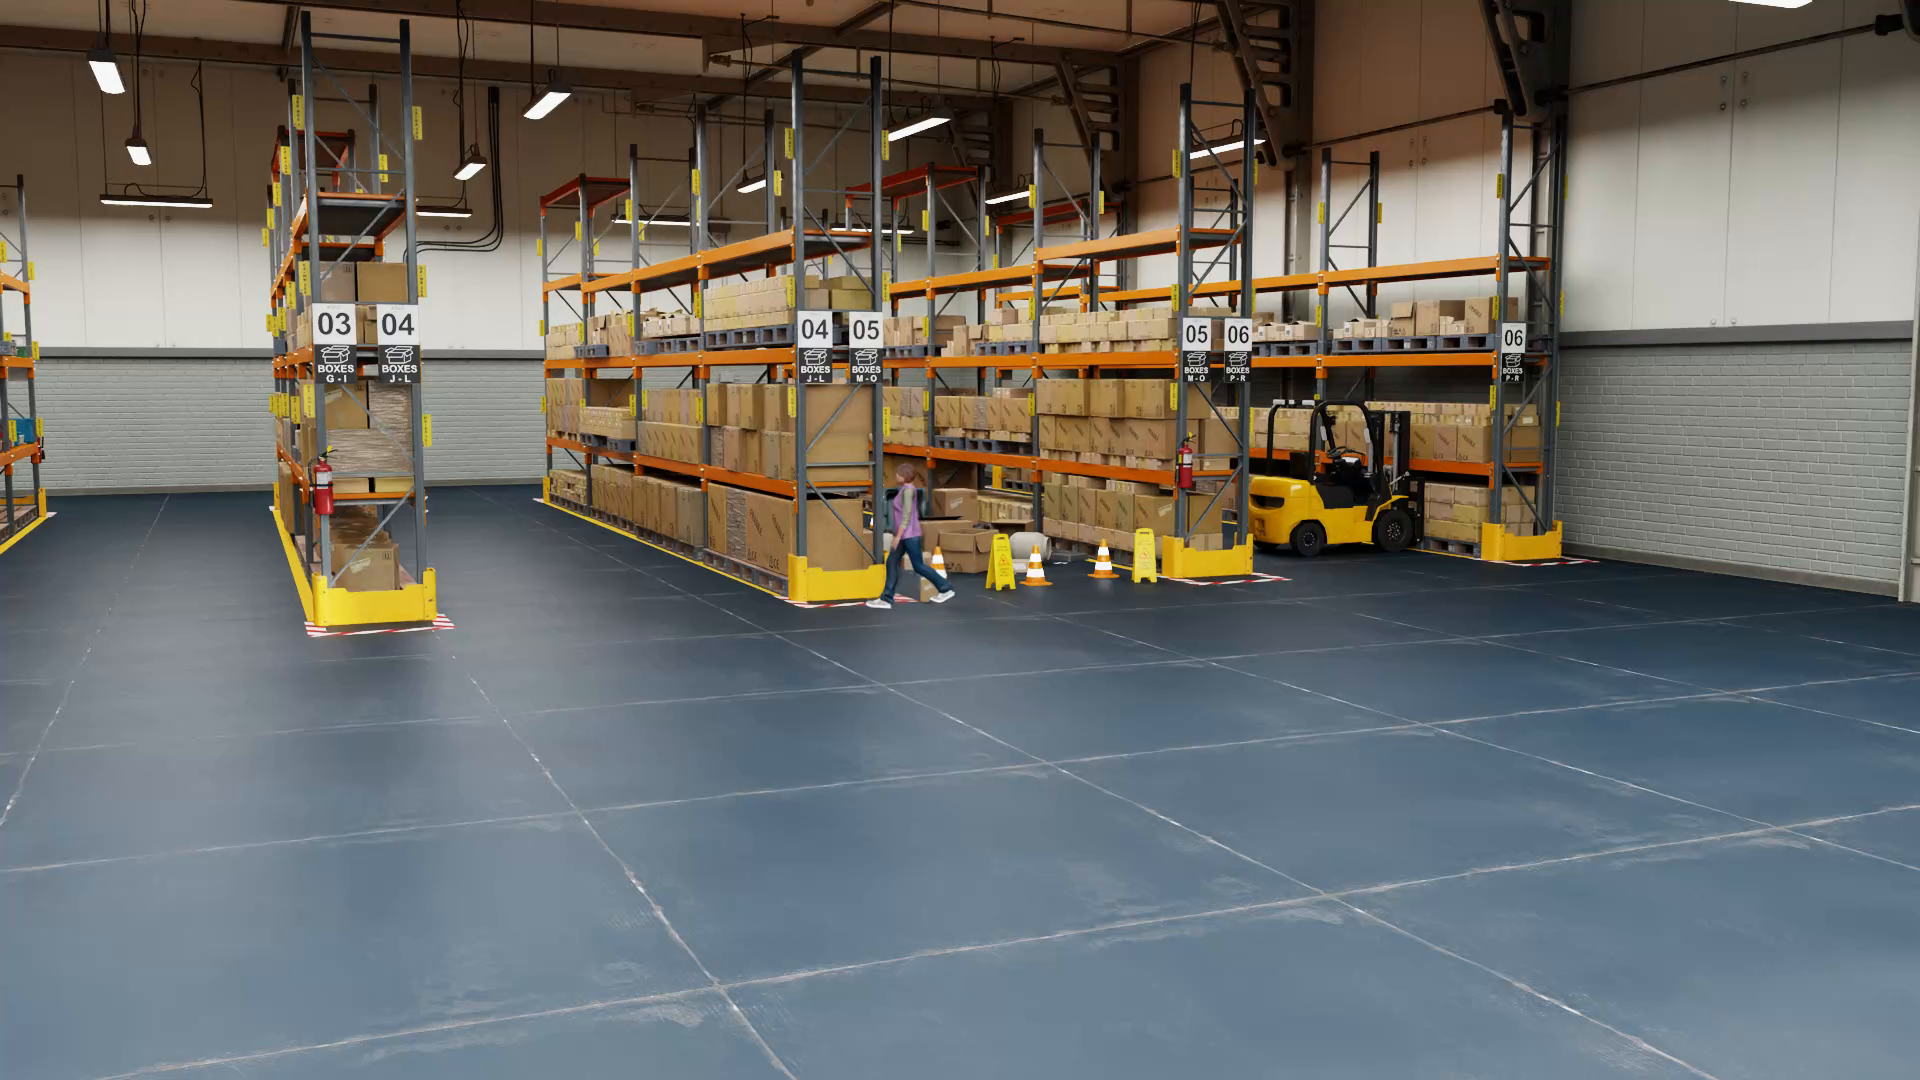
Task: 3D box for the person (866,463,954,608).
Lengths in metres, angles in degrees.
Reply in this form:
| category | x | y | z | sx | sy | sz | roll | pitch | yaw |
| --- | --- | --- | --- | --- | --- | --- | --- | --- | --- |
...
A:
| category | x | y | z | sx | sy | sz | roll | pitch | yaw |
| --- | --- | --- | --- | --- | --- | --- | --- | --- | --- |
| person | -0.532 | -0.046 | 17.680 | 0.942 | 1.552 | 0.435 | -1 | 6 | -10 |
